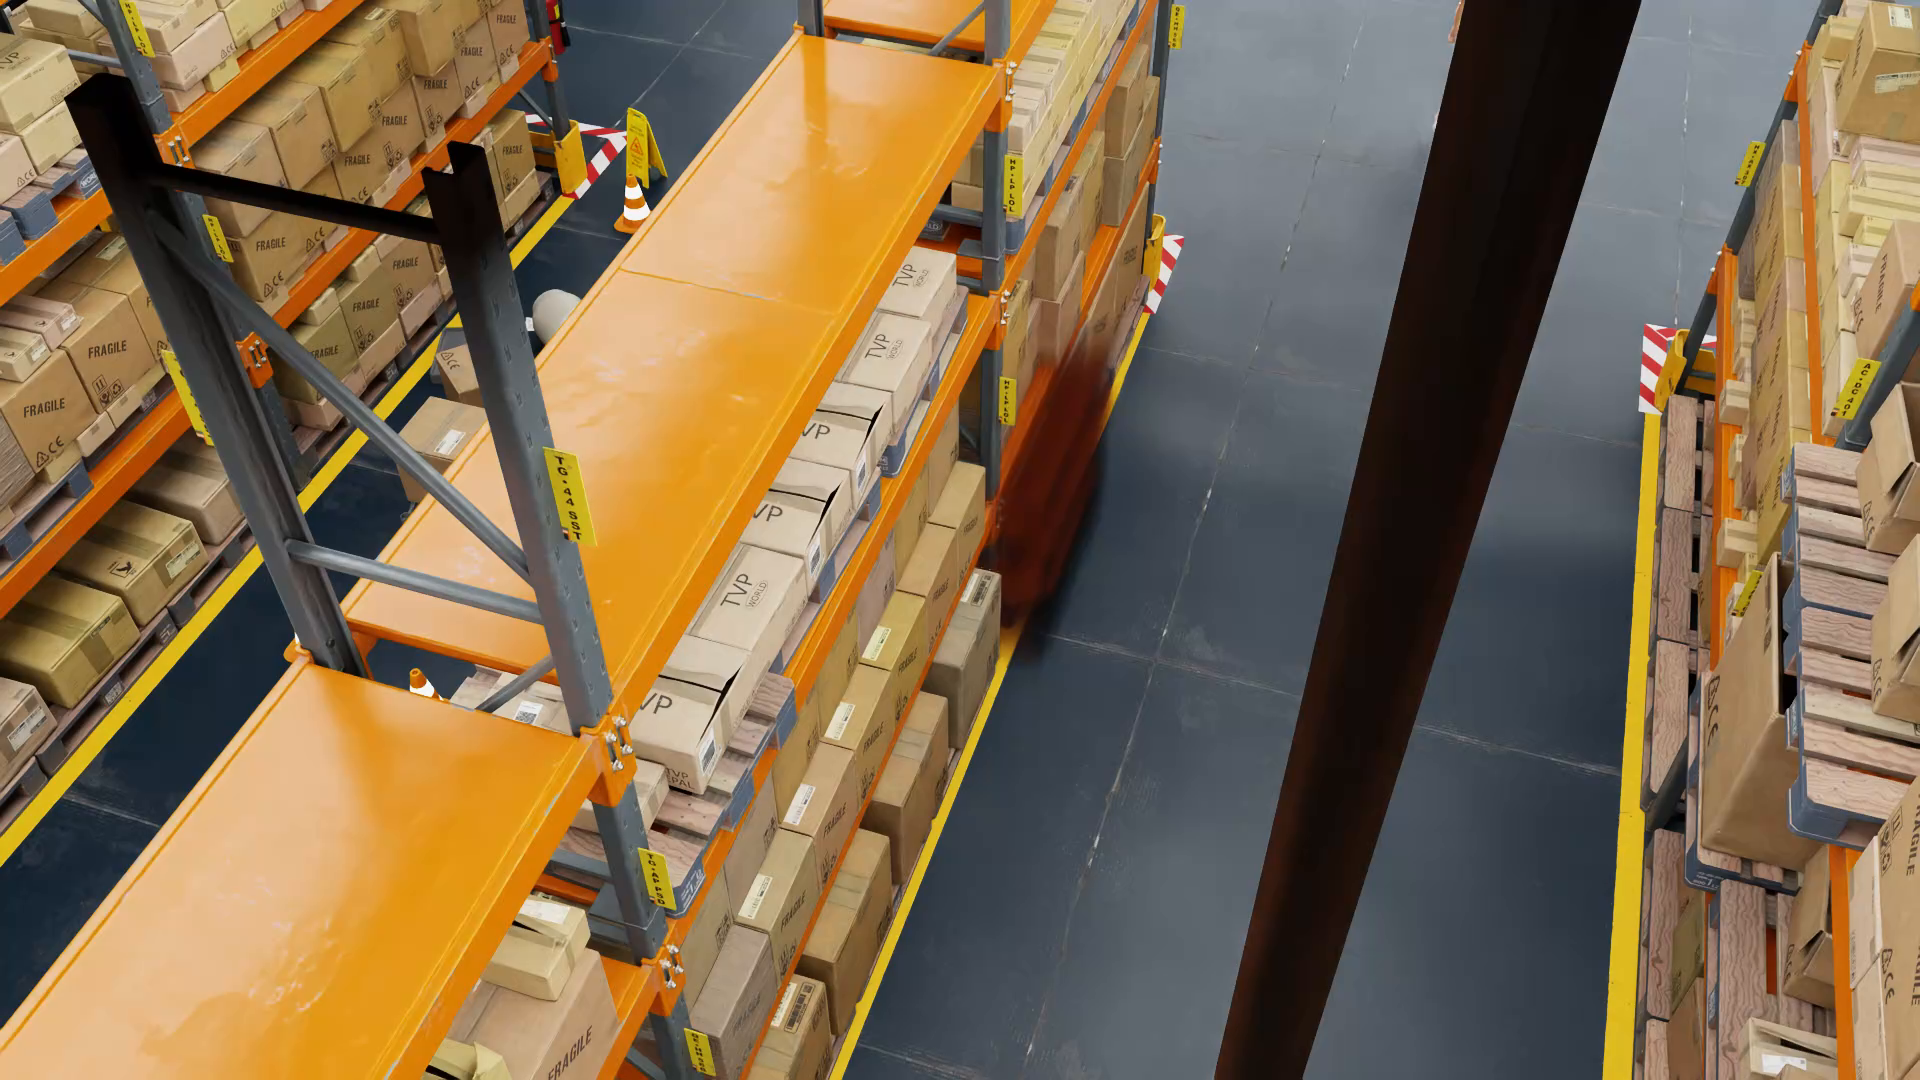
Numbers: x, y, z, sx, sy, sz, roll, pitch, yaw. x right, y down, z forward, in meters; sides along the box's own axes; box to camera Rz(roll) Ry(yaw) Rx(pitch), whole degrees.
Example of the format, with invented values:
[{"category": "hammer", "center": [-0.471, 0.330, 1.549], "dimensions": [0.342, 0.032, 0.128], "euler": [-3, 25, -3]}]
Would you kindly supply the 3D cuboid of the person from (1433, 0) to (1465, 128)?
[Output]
[{"category": "person", "center": [4.488, -4.294, 14.166], "dimensions": [0.717, 1.669, 0.562], "euler": [-13, 47, -12]}]
